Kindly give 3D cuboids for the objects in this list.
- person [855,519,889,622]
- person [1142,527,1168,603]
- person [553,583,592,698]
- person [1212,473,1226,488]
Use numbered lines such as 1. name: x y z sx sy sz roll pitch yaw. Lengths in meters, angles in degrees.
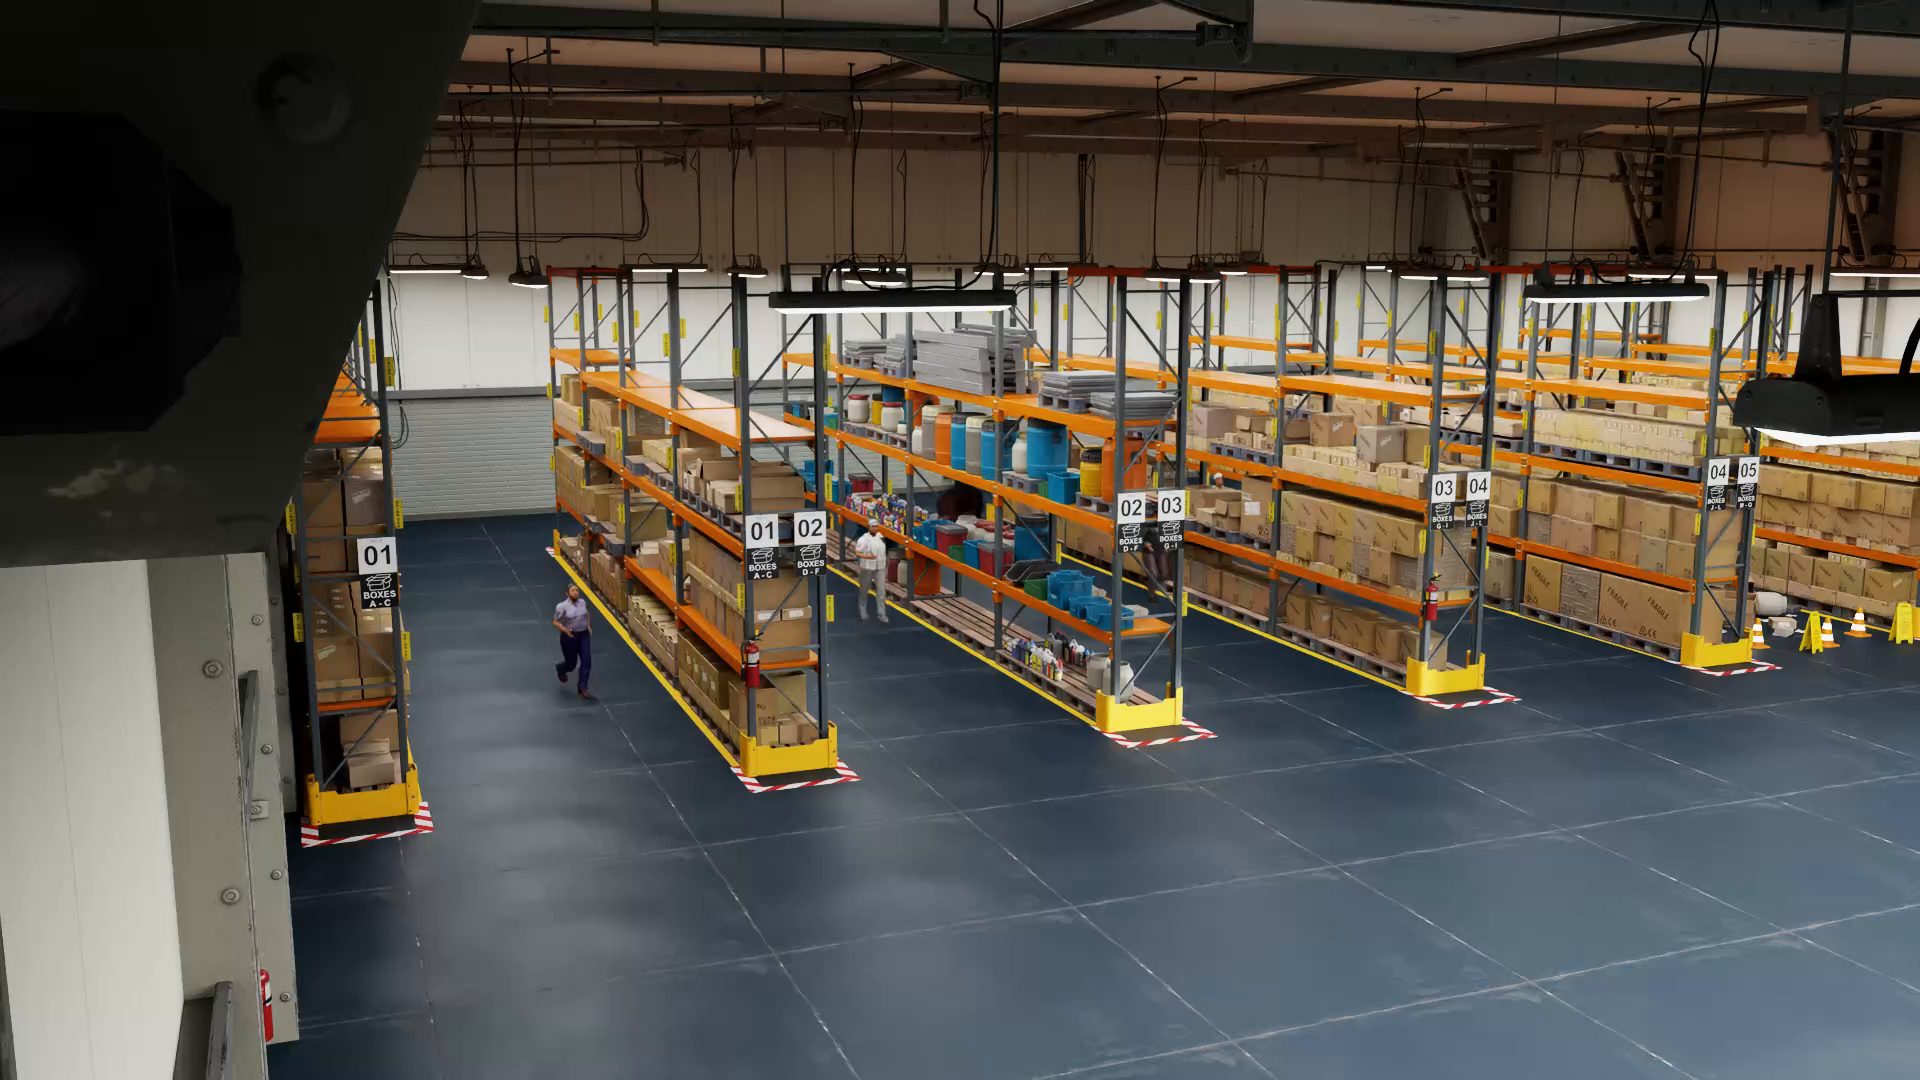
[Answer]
1. person: -1.414 0.507 27.272 0.612 1.724 0.820 -5 11 -26
2. person: 3.367 0.247 28.713 0.656 1.694 0.528 -4 11 -21
3. person: -5.541 1.421 23.892 0.607 1.630 0.779 -8 13 -38
4. person: 5.372 -0.536 34.685 0.663 1.747 0.780 -6 11 -30
